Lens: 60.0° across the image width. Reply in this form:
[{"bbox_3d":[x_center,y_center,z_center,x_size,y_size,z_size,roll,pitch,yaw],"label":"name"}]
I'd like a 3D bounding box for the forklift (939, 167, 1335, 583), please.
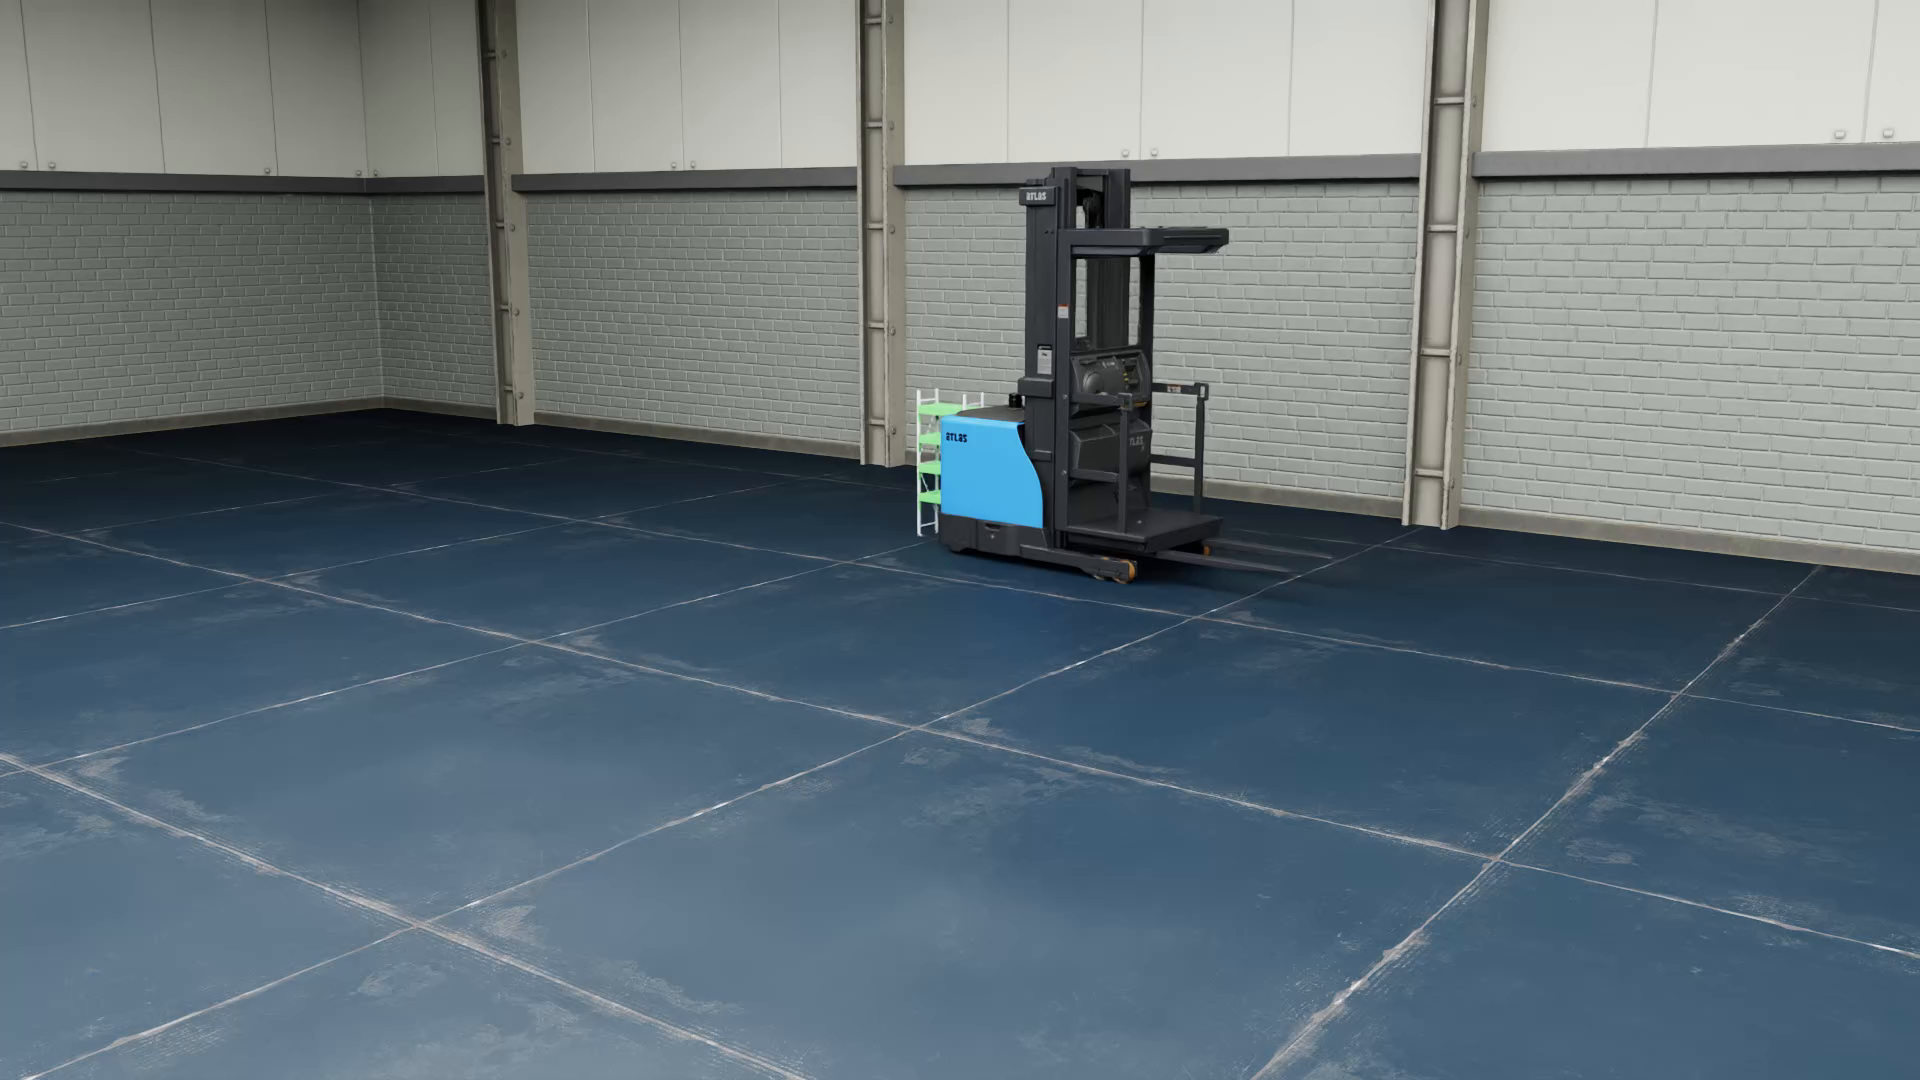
[{"bbox_3d":[1.284,-1.240,12.224,3.031,2.935,1.130,9,14,40],"label":"forklift"}]

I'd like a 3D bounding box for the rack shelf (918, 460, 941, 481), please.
[{"bbox_3d":[-0.078,-0.545,13.526,0.480,0.148,0.258,9,14,40],"label":"rack shelf"}]

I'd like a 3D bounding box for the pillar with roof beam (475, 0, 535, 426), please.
[{"bbox_3d":[-8.198,-5.241,16.927,0.400,9.000,9.100,8,13,36],"label":"pillar with roof beam"}]

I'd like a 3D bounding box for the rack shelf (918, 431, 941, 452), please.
[{"bbox_3d":[-0.078,-0.781,13.481,0.480,0.148,0.258,9,14,40],"label":"rack shelf"}]

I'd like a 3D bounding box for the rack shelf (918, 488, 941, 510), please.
[{"bbox_3d":[-0.078,-0.310,13.572,0.480,0.148,0.258,9,14,40],"label":"rack shelf"}]

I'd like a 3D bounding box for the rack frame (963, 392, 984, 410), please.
[{"bbox_3d":[0.107,-0.578,13.359,0.015,1.200,0.240,9,14,40],"label":"rack frame"}]

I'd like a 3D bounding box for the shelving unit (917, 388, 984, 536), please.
[{"bbox_3d":[-0.078,-0.608,13.514,0.503,1.200,0.258,9,14,40],"label":"shelving unit"}]

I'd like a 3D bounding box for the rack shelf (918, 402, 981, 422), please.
[{"bbox_3d":[-0.078,-1.017,13.435,0.480,0.148,0.258,9,14,40],"label":"rack shelf"}]

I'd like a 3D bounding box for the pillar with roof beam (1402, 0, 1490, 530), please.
[{"bbox_3d":[1.474,-3.891,9.953,0.400,9.000,9.100,8,13,36],"label":"pillar with roof beam"}]

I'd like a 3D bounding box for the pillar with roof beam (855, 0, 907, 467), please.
[{"bbox_3d":[-3.362,-4.566,13.440,0.400,9.000,9.100,8,13,36],"label":"pillar with roof beam"}]

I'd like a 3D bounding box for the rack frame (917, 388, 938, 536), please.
[{"bbox_3d":[-0.264,-0.638,13.669,0.015,1.200,0.240,9,14,40],"label":"rack frame"}]
